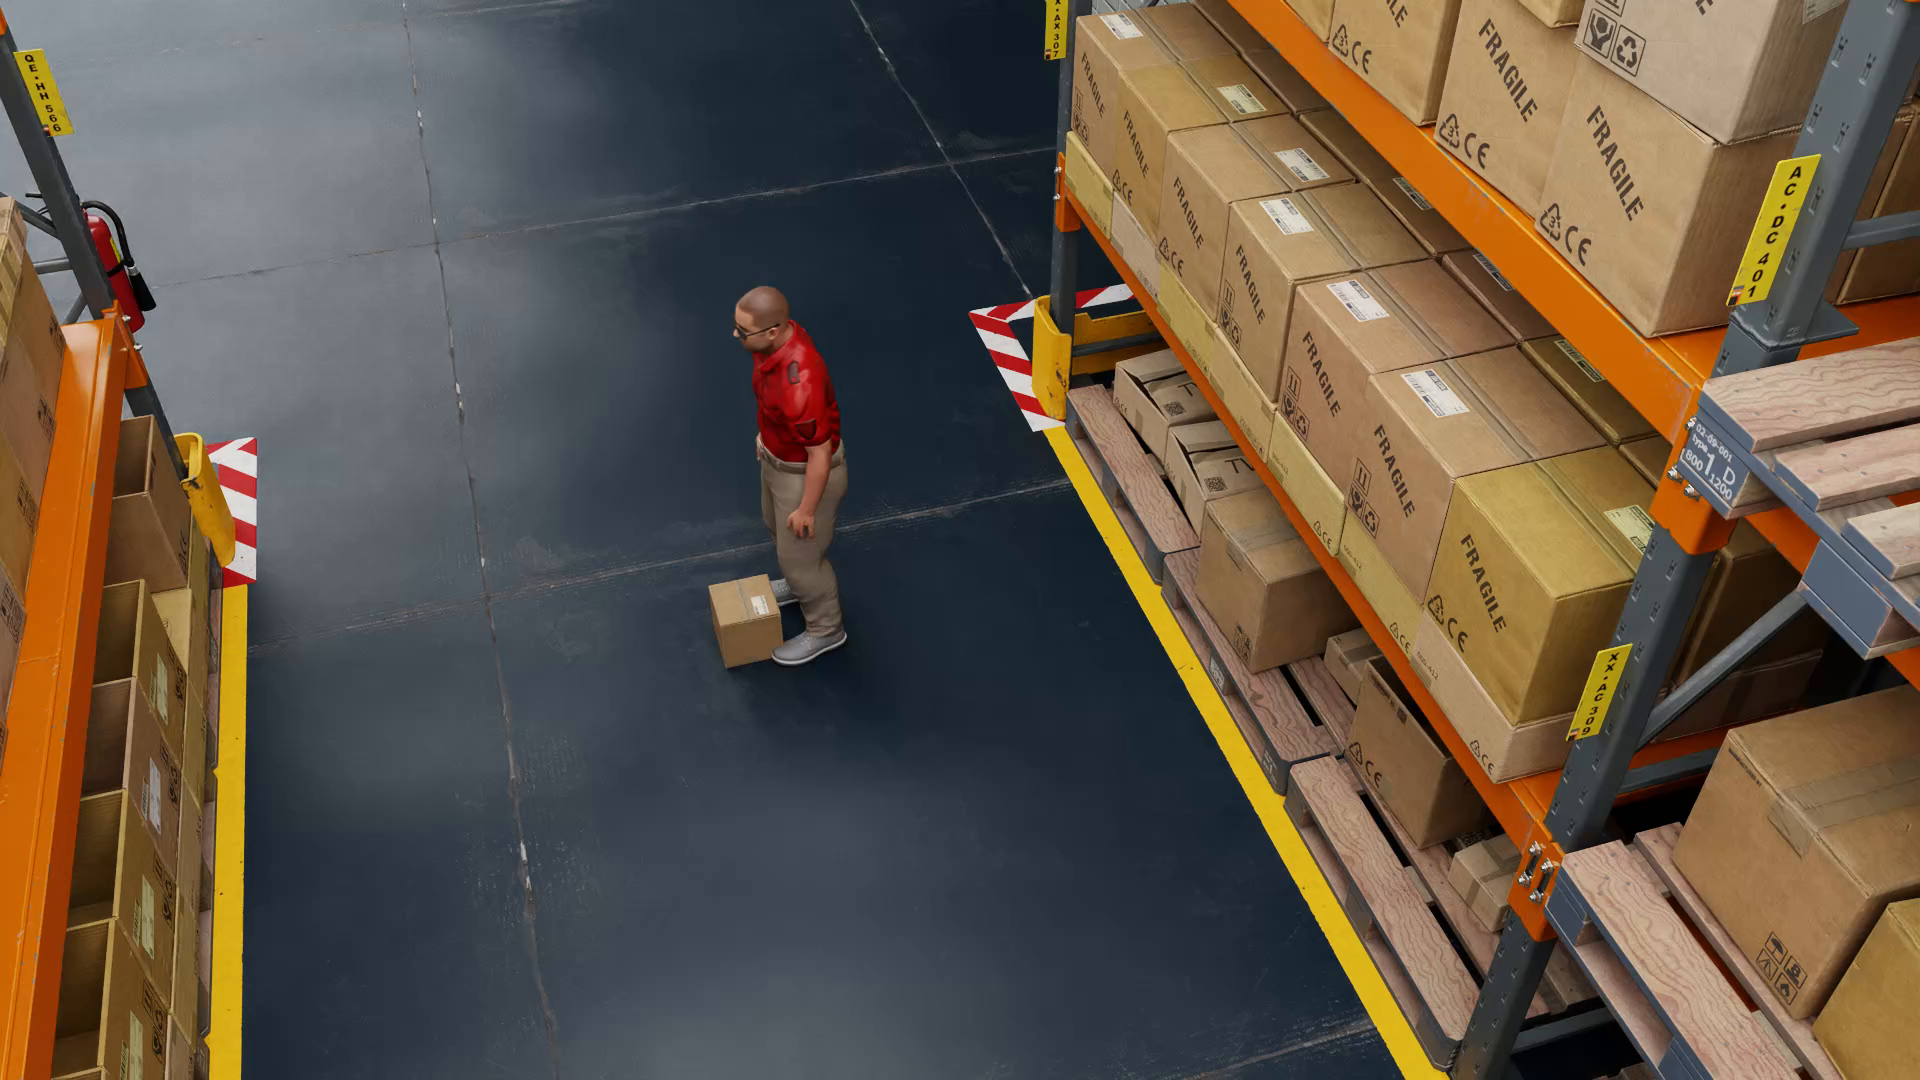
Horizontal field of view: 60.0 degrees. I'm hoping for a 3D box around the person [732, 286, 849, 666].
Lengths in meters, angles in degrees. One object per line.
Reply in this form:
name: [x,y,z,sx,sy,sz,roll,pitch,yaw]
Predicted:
person: [-0.645,-0.267,6.467,0.386,1.726,0.594,-13,43,-14]
